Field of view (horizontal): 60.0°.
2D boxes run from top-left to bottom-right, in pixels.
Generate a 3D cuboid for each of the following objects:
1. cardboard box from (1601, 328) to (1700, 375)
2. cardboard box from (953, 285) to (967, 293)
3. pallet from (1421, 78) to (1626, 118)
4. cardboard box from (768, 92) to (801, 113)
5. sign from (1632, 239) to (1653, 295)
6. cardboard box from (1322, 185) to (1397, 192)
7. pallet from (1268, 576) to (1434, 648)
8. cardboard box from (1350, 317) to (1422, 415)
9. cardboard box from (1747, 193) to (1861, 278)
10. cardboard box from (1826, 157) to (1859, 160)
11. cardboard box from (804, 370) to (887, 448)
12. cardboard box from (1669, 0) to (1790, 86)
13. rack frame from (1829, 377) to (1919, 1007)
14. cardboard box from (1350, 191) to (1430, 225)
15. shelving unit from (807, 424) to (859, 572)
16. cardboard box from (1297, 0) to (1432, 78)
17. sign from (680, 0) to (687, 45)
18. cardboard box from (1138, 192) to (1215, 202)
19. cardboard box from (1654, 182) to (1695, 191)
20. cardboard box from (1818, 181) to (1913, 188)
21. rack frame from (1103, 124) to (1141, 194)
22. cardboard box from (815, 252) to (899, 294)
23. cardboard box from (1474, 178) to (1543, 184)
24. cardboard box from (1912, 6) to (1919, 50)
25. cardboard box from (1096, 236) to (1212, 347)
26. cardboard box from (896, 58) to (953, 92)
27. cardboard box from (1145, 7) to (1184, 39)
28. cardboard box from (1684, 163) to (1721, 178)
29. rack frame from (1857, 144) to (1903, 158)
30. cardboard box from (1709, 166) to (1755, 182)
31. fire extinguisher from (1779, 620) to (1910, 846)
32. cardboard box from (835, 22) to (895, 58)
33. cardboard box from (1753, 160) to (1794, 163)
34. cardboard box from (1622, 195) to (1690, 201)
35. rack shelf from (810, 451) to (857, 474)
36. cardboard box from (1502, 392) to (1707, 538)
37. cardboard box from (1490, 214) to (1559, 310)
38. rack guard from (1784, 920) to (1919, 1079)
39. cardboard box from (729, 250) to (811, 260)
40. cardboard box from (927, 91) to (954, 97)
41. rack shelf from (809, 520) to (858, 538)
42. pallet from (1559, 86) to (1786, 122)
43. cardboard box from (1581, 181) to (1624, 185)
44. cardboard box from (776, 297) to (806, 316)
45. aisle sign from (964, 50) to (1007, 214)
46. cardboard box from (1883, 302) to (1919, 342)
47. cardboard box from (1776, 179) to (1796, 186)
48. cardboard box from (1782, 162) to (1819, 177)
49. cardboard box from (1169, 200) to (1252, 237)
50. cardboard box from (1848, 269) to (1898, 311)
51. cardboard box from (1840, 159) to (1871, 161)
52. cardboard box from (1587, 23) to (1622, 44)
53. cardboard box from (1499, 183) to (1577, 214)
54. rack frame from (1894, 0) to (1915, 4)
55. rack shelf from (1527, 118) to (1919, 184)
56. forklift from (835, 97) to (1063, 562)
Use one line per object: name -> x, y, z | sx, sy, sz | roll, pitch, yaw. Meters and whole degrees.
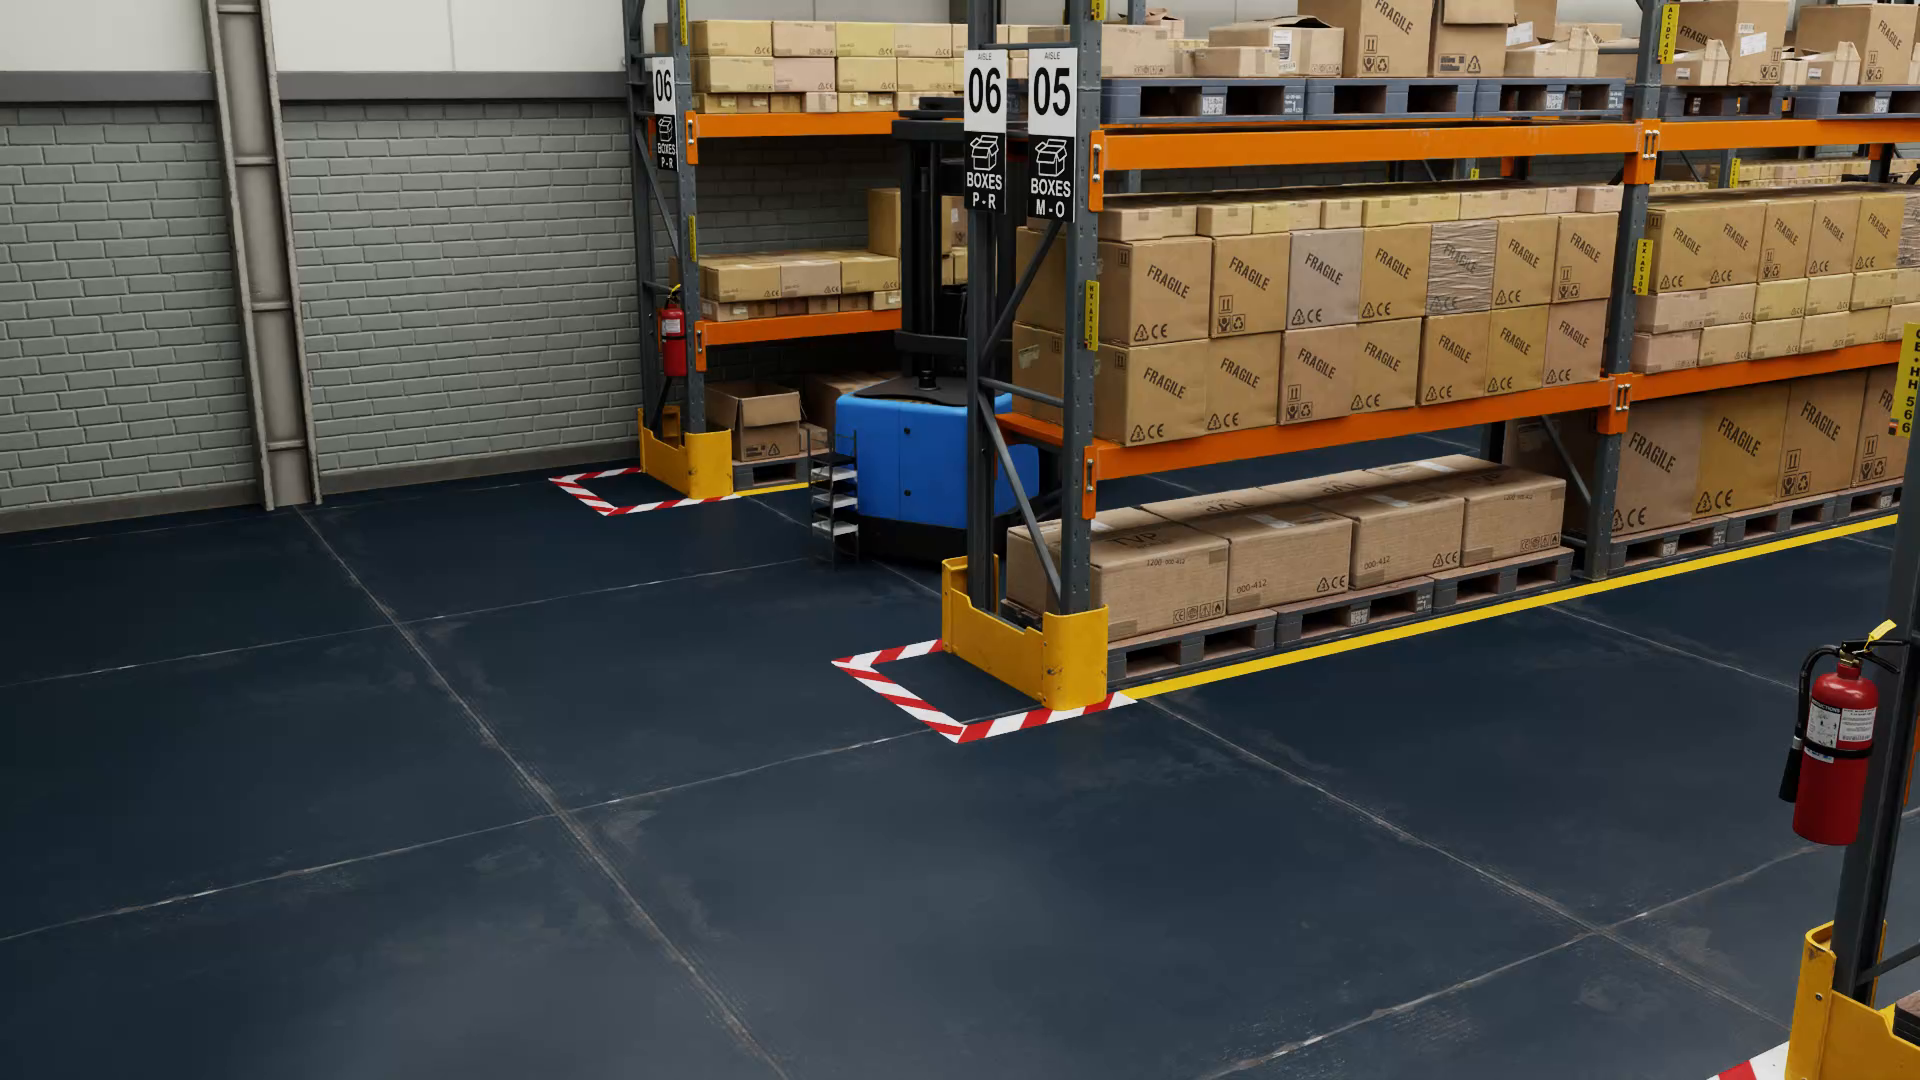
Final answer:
cardboard box -> 4.287, -1.224, 10.498 | 0.500, 0.250, 0.500 | -10, 18, -31
cardboard box -> -0.073, -2.055, 13.651 | 0.250, 0.149, 0.380 | -9, 18, -29
pallet -> 3.067, -2.587, 9.687 | 1.213, 0.211, 1.003 | -9, 18, -30
cardboard box -> -1.381, -3.276, 12.449 | 0.250, 0.149, 0.380 | -9, 18, -29
sign -> 4.061, -1.623, 9.892 | 0.005, 0.325, 0.100 | -9, 18, -30
cardboard box -> 2.301, -1.965, 9.624 | 0.250, 0.149, 0.380 | -9, 18, -30
pallet -> 2.035, 0.305, 9.932 | 1.213, 0.211, 1.003 | -9, 18, -30
cardboard box -> 2.190, -1.006, 9.255 | 0.500, 0.500, 0.500 | -9, 18, -28
cardboard box -> 5.592, -2.040, 11.093 | 0.500, 0.500, 0.500 | -10, 18, -31
cardboard box -> 10.642, -4.550, 20.147 | 0.250, 0.149, 0.380 | -9, 18, -29
cardboard box -> -0.888, -1.060, 13.486 | 0.500, 0.500, 0.700 | -8, 18, -27
cardboard box -> 4.679, -3.047, 10.200 | 0.500, 0.500, 0.500 | -10, 18, -31
rack frame -> 2.981, 0.391, 4.458 | 0.127, 3.000, 1.000 | -9, 18, -30
cardboard box -> 2.343, -1.821, 9.110 | 0.250, 0.149, 0.380 | -9, 18, -30
shelving unit -> -0.817, -0.273, 10.713 | 0.210, 0.900, 0.258 | -14, 21, -41
cardboard box -> 2.151, -2.729, 8.881 | 0.500, 0.500, 0.500 | -9, 18, -29
sign -> -1.935, -3.628, 11.618 | 0.005, 0.325, 0.100 | -9, 18, -30
cardboard box -> 1.170, -1.800, 9.035 | 0.250, 0.149, 0.380 | -9, 18, -28
cardboard box -> 7.682, -3.778, 17.943 | 0.250, 0.149, 0.380 | -10, 18, -31
cardboard box -> 6.654, -2.370, 12.270 | 0.500, 0.500, 0.500 | -10, 18, -32
rack frame -> 1.215, -2.444, 14.572 | 0.127, 3.000, 1.000 | -9, 18, -30
cardboard box -> -0.822, -2.101, 13.076 | 0.500, 0.250, 0.500 | -10, 18, -31
cardboard box -> 3.370, -2.155, 10.299 | 0.250, 0.149, 0.380 | -10, 18, -31
cardboard box -> 6.452, -3.366, 11.338 | 0.500, 0.500, 0.700 | -10, 19, -32
cardboard box -> 0.903, -1.271, 8.348 | 0.500, 0.500, 0.500 | -10, 18, -31
cardboard box -> -0.391, -3.623, 12.947 | 0.500, 0.250, 0.500 | -10, 18, -31
cardboard box -> 1.652, -4.322, 13.896 | 0.258, 0.266, 0.396 | -9, 18, -30
cardboard box -> 8.427, -4.200, 18.896 | 0.250, 0.149, 0.380 | -10, 18, -31
rack frame -> 11.501, -4.112, 20.523 | 0.127, 3.000, 1.000 | -9, 18, -30
cardboard box -> 8.498, -4.036, 18.311 | 0.250, 0.149, 0.380 | -9, 18, -29
fire extinguisher -> 2.528, 0.536, 4.775 | 0.183, 0.674, 0.296 | -9, 18, -30
cardboard box -> -0.835, -3.787, 12.606 | 0.500, 0.250, 0.500 | -10, 18, -31
cardboard box -> 9.538, -4.373, 19.514 | 0.250, 0.149, 0.380 | -9, 18, -28
cardboard box -> 4.467, -2.020, 11.020 | 0.500, 0.500, 0.500 | -9, 18, -29
rack shelf -> -0.817, -0.500, 10.648 | 0.200, 0.077, 0.258 | -14, 21, -41
cardboard box -> 4.264, -0.580, 11.081 | 0.875, 0.875, 0.875 | -9, 18, -28
cardboard box -> 3.073, -1.628, 9.622 | 0.500, 0.500, 0.500 | -10, 18, -31
rack guard -> 3.046, 1.584, 4.833 | 0.348, 0.500, 1.175 | -9, 18, -30
cardboard box -> -1.514, -2.156, 13.271 | 0.500, 0.250, 0.500 | -9, 18, -30
cardboard box -> -0.246, -3.429, 12.991 | 0.250, 0.149, 0.380 | -9, 18, -29
rack shelf -> -0.817, -0.067, 10.771 | 0.200, 0.077, 0.258 | -14, 21, -41
pallet -> 4.535, -2.787, 10.594 | 1.217, 0.209, 0.805 | -10, 19, -32
cardboard box -> 6.980, -3.818, 18.084 | 0.250, 0.149, 0.380 | -9, 18, -30
cardboard box -> -1.390, -1.840, 12.883 | 0.250, 0.149, 0.380 | -9, 18, -30
aisle sign -> 0.124, -2.054, 8.363 | 0.004, 0.787, 0.394 | -9, 18, -30
cardboard box -> 6.473, -1.575, 11.750 | 0.500, 0.250, 0.500 | -9, 18, -29
cardboard box -> 9.161, -3.996, 18.722 | 0.250, 0.149, 0.380 | -9, 18, -29
cardboard box -> 9.561, -4.233, 19.016 | 0.250, 0.149, 0.380 | -9, 18, -30
cardboard box -> 1.262, -1.630, 8.428 | 0.250, 0.149, 0.380 | -9, 18, -28
cardboard box -> 6.053, -1.747, 11.436 | 0.500, 0.250, 0.500 | -10, 18, -31
cardboard box -> 10.645, -4.416, 19.668 | 0.250, 0.149, 0.380 | -9, 18, -29
cardboard box -> 6.262, -4.929, 16.730 | 0.500, 0.500, 0.500 | -9, 18, -28
cardboard box -> 3.392, -2.010, 9.785 | 0.250, 0.149, 0.380 | -9, 18, -28
rack frame -> 7.203, -4.741, 11.651 | 0.127, 3.000, 1.000 | -9, 18, -30
rack shelf -> 5.488, -2.672, 11.161 | 4.000, 0.370, 1.077 | -9, 18, -30
forklift -> 0.288, -1.601, 11.691 | 1.130, 2.935, 3.031 | 8, 17, 26
